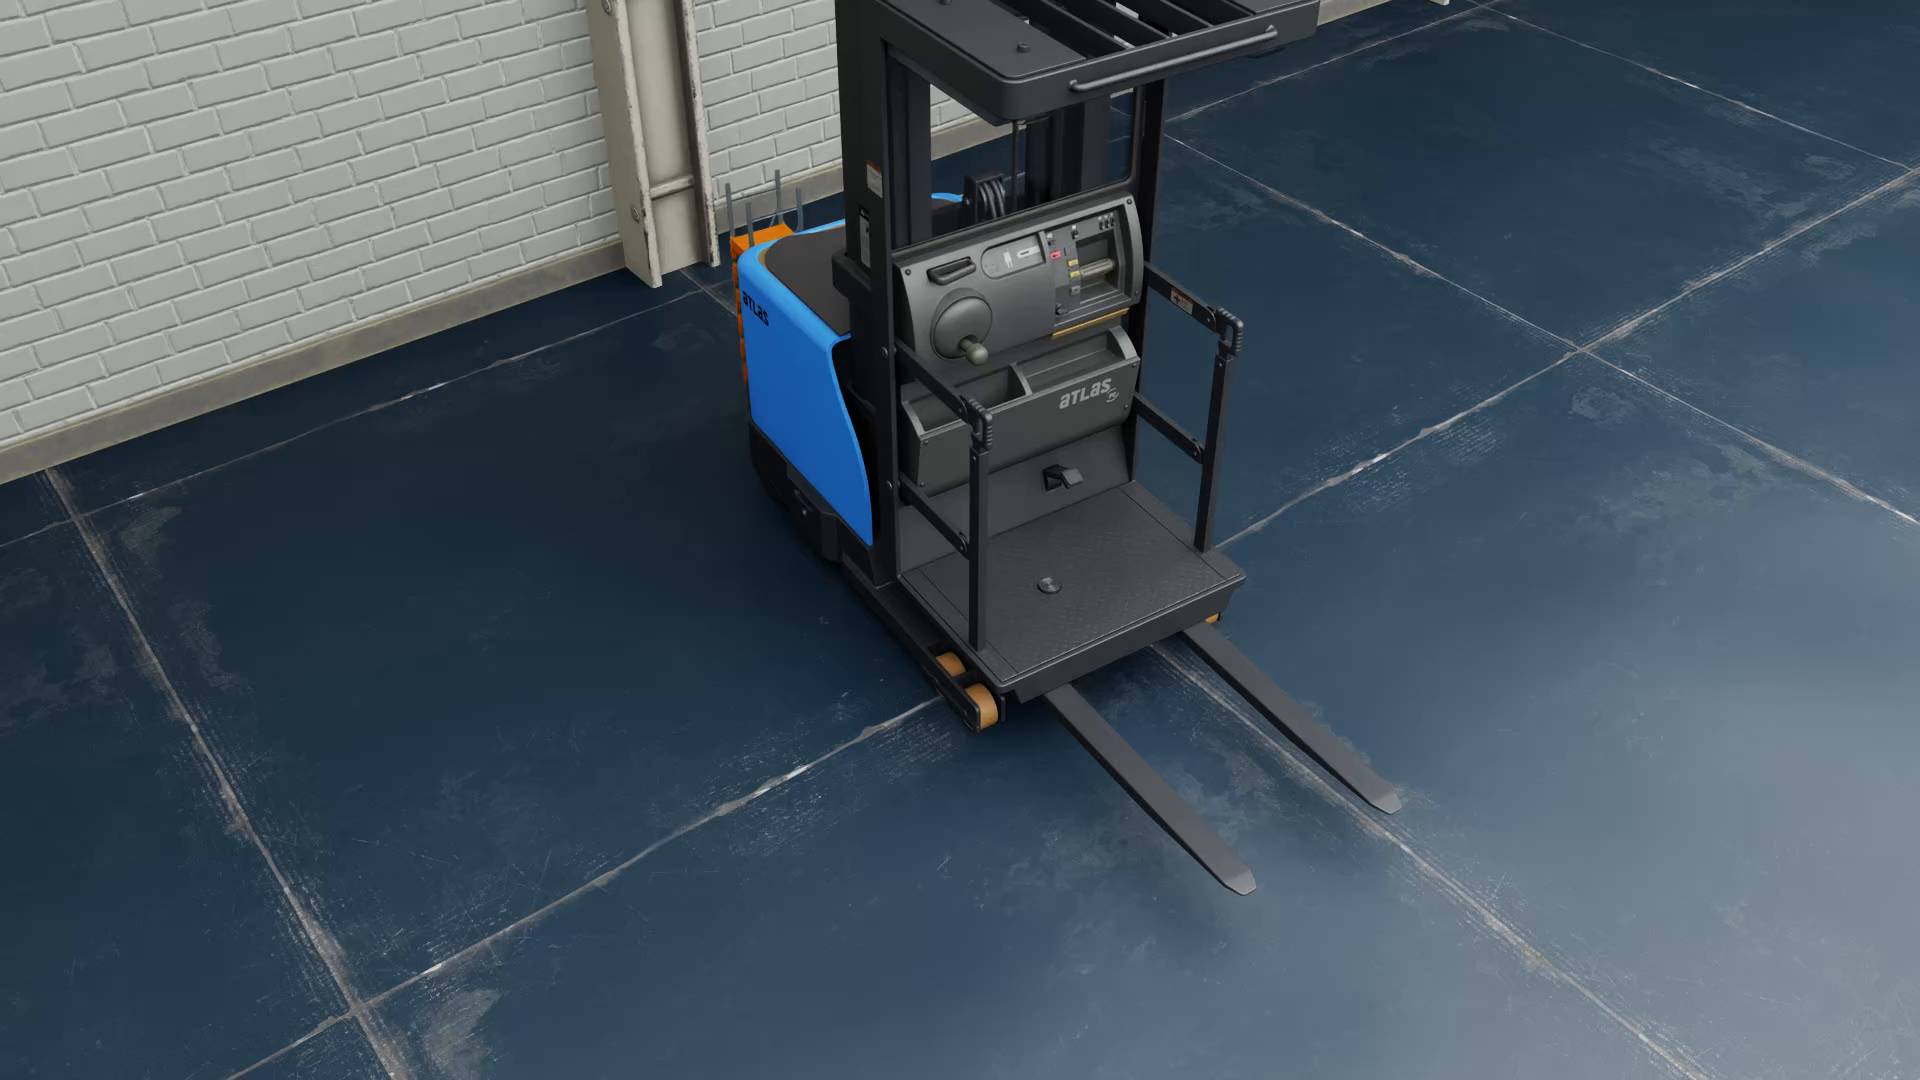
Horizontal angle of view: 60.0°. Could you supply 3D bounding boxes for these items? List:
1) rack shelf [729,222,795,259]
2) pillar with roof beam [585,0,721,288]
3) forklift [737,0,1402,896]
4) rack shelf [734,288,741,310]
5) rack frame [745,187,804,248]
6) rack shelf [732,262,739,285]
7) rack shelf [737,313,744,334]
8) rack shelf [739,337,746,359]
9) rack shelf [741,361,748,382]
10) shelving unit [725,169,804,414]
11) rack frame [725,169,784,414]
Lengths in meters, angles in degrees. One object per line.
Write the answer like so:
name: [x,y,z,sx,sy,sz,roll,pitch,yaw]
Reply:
rack shelf: [-0.779,-1.178,6.743,0.258,0.103,0.180,-22,44,-24]
pillar with roof beam: [1.158,-2.720,2.970,0.400,9.000,9.100,-26,46,-28]
forklift: [0.334,-0.799,5.413,1.130,2.935,3.031,-22,44,-24]
rack shelf: [-0.779,-0.993,6.895,0.258,0.103,0.180,-22,44,-24]
rack frame: [-0.730,-0.885,6.883,0.240,1.200,0.006,-22,44,-24]
rack shelf: [-0.779,-1.086,6.819,0.258,0.103,0.180,-22,44,-24]
rack shelf: [-0.779,-0.900,6.971,0.258,0.103,0.180,-22,44,-24]
rack shelf: [-0.779,-0.807,7.047,0.258,0.103,0.180,-22,44,-24]
rack shelf: [-0.779,-0.714,7.123,0.258,0.103,0.180,-22,44,-24]
shelving unit: [-0.779,-0.934,6.943,0.258,1.200,0.189,-22,44,-24]
rack frame: [-0.827,-0.984,7.003,0.240,1.200,0.006,-22,44,-24]
